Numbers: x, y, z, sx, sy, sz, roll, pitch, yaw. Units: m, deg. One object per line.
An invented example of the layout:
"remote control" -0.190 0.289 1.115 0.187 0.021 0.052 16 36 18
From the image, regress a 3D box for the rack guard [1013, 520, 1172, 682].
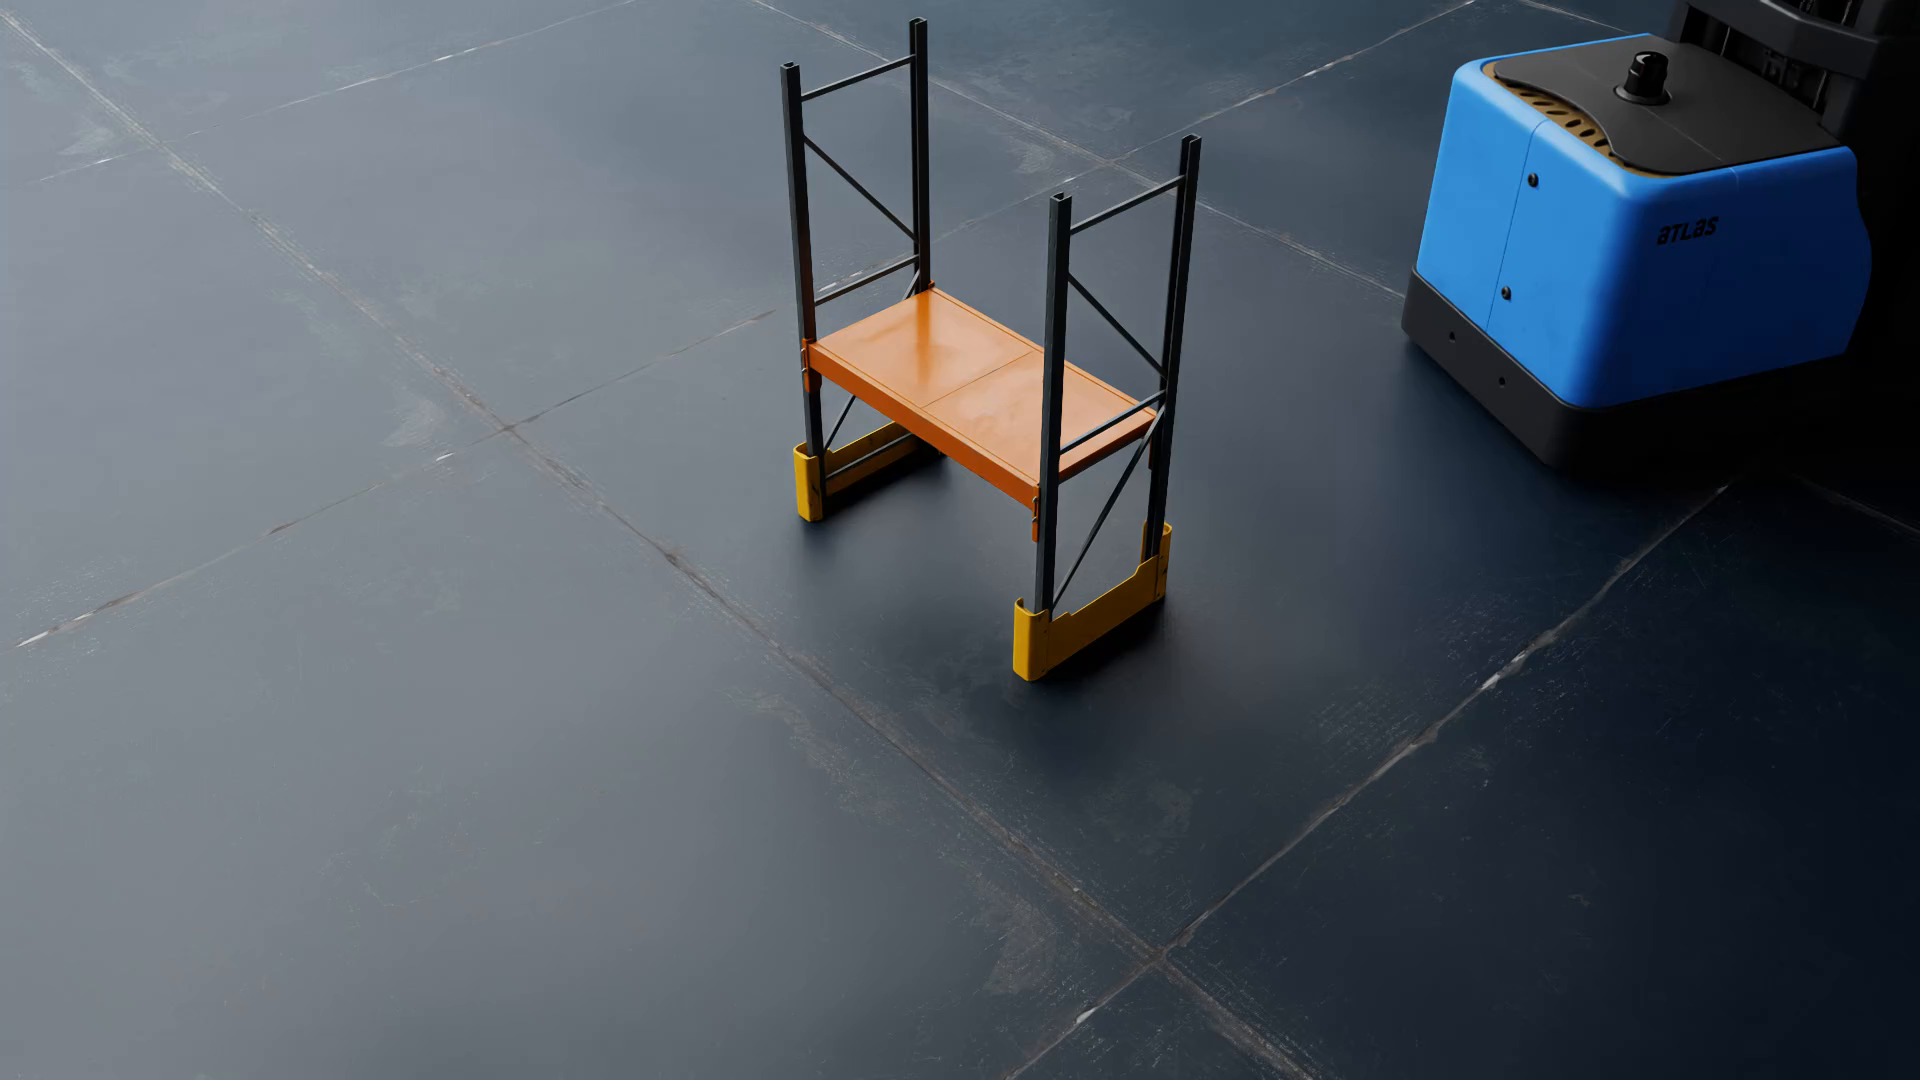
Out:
"rack guard" 0.388 0.169 4.842 0.587 0.250 0.087 -30 48 -32

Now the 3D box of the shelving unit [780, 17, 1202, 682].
"shelving unit" 0.052 -0.548 4.735 0.587 1.500 1.083 -30 48 -32

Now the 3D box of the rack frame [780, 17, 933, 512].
"rack frame" -0.286 -0.779 5.021 0.500 1.500 0.032 -30 48 -32

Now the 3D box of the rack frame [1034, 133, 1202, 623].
"rack frame" 0.402 -0.309 4.439 0.500 1.500 0.032 -30 48 -32

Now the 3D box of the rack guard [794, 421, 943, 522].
"rack guard" -0.285 -0.292 5.413 0.587 0.250 0.087 -30 48 -32

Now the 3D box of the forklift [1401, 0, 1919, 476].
"forklift" 3.192 -1.915 5.288 3.031 2.935 1.130 -13 41 -15

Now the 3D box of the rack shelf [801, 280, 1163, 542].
"rack shelf" 0.058 -0.404 4.843 0.538 0.185 1.000 -30 48 -32
